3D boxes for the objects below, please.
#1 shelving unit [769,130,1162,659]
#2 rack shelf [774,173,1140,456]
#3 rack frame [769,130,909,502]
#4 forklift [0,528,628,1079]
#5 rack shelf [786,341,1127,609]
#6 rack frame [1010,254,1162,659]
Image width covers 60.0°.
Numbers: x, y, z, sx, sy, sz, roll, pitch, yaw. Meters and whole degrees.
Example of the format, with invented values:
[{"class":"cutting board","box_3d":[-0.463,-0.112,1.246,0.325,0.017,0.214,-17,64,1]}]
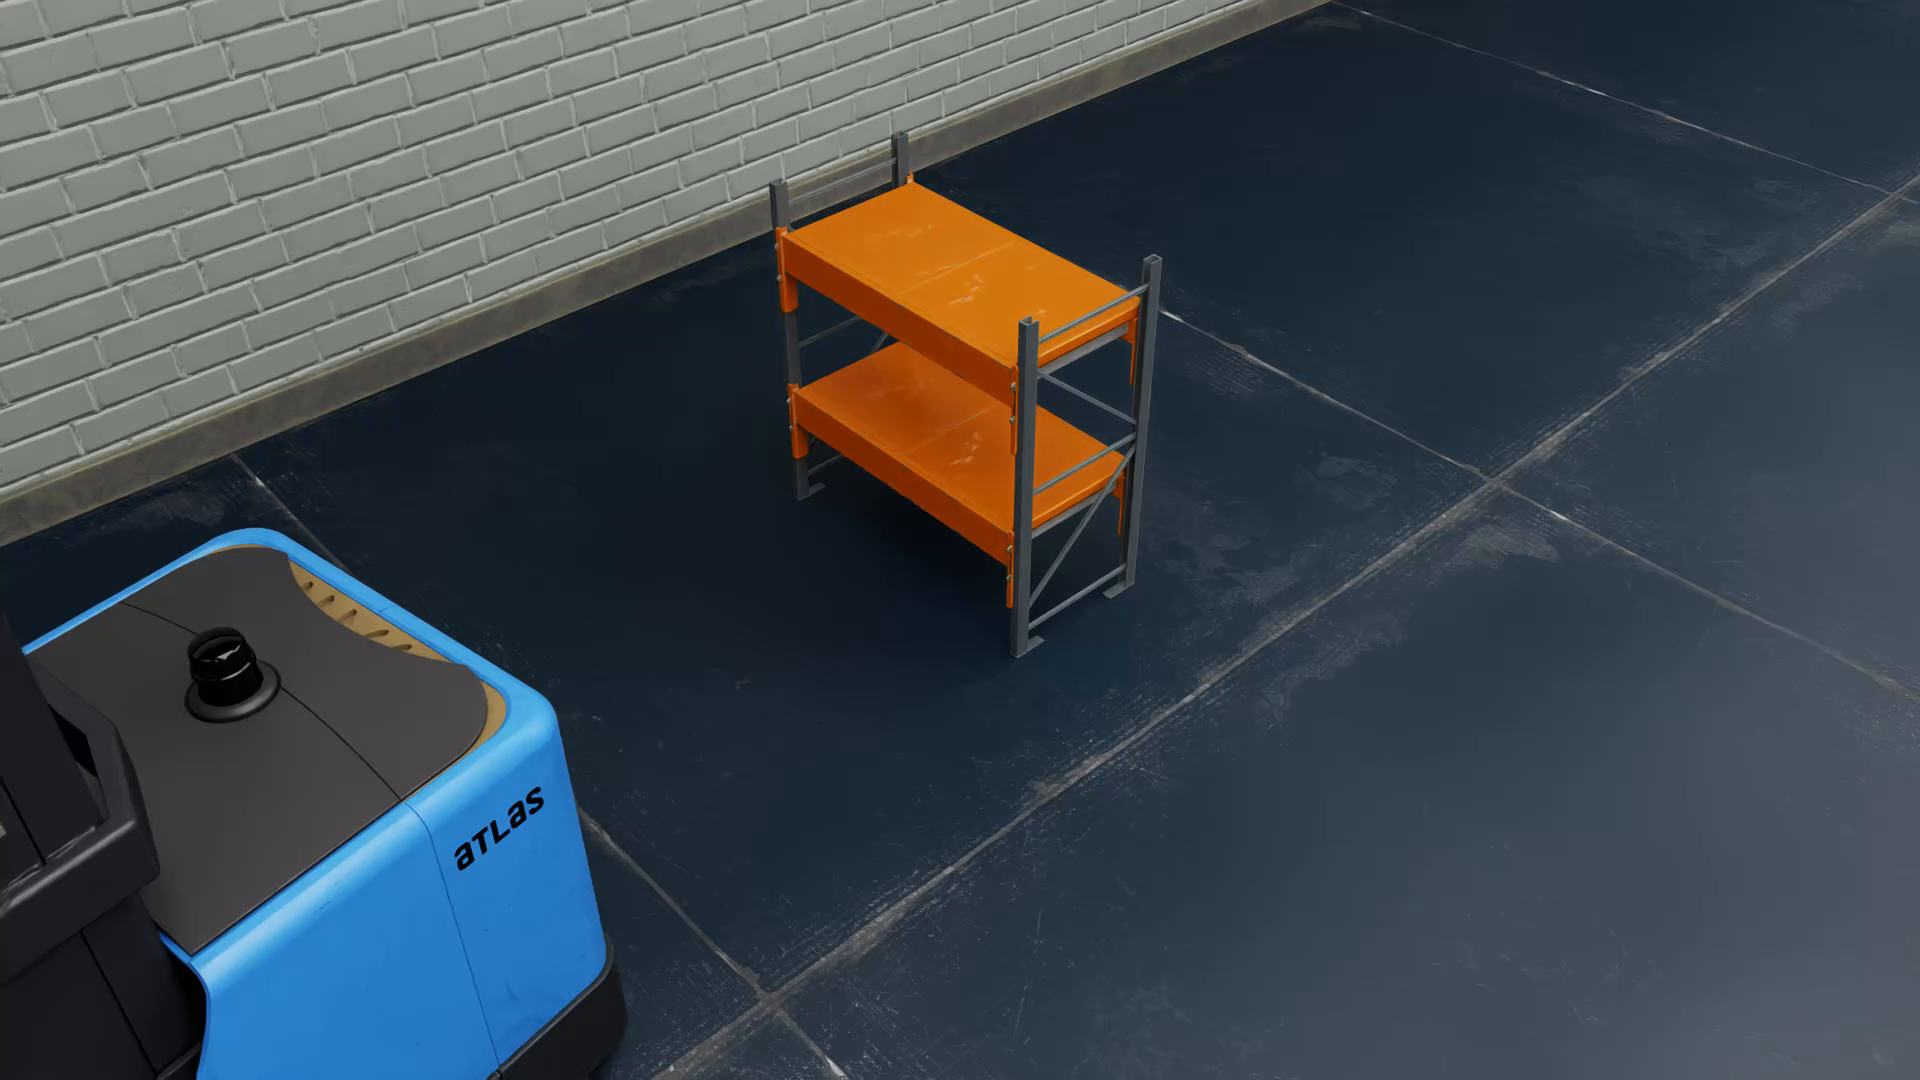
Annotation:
[{"class":"shelving unit","box_3d":[-0.005,-0.441,4.900,0.538,1.125,1.048,-30,48,-32]},{"class":"rack shelf","box_3d":[-0.005,-0.668,4.717,0.538,0.278,1.000,-30,48,-32]},{"class":"rack frame","box_3d":[-0.348,-0.676,5.192,0.500,1.125,0.032,-30,48,-32]},{"class":"forklift","box_3d":[-2.042,0.565,2.217,1.130,2.935,3.031,25,45,28]},{"class":"rack shelf","box_3d":[-0.005,-0.251,5.054,0.538,0.278,1.000,-30,48,-32]},{"class":"rack frame","box_3d":[0.339,-0.205,4.609,0.500,1.125,0.032,-30,48,-32]}]
